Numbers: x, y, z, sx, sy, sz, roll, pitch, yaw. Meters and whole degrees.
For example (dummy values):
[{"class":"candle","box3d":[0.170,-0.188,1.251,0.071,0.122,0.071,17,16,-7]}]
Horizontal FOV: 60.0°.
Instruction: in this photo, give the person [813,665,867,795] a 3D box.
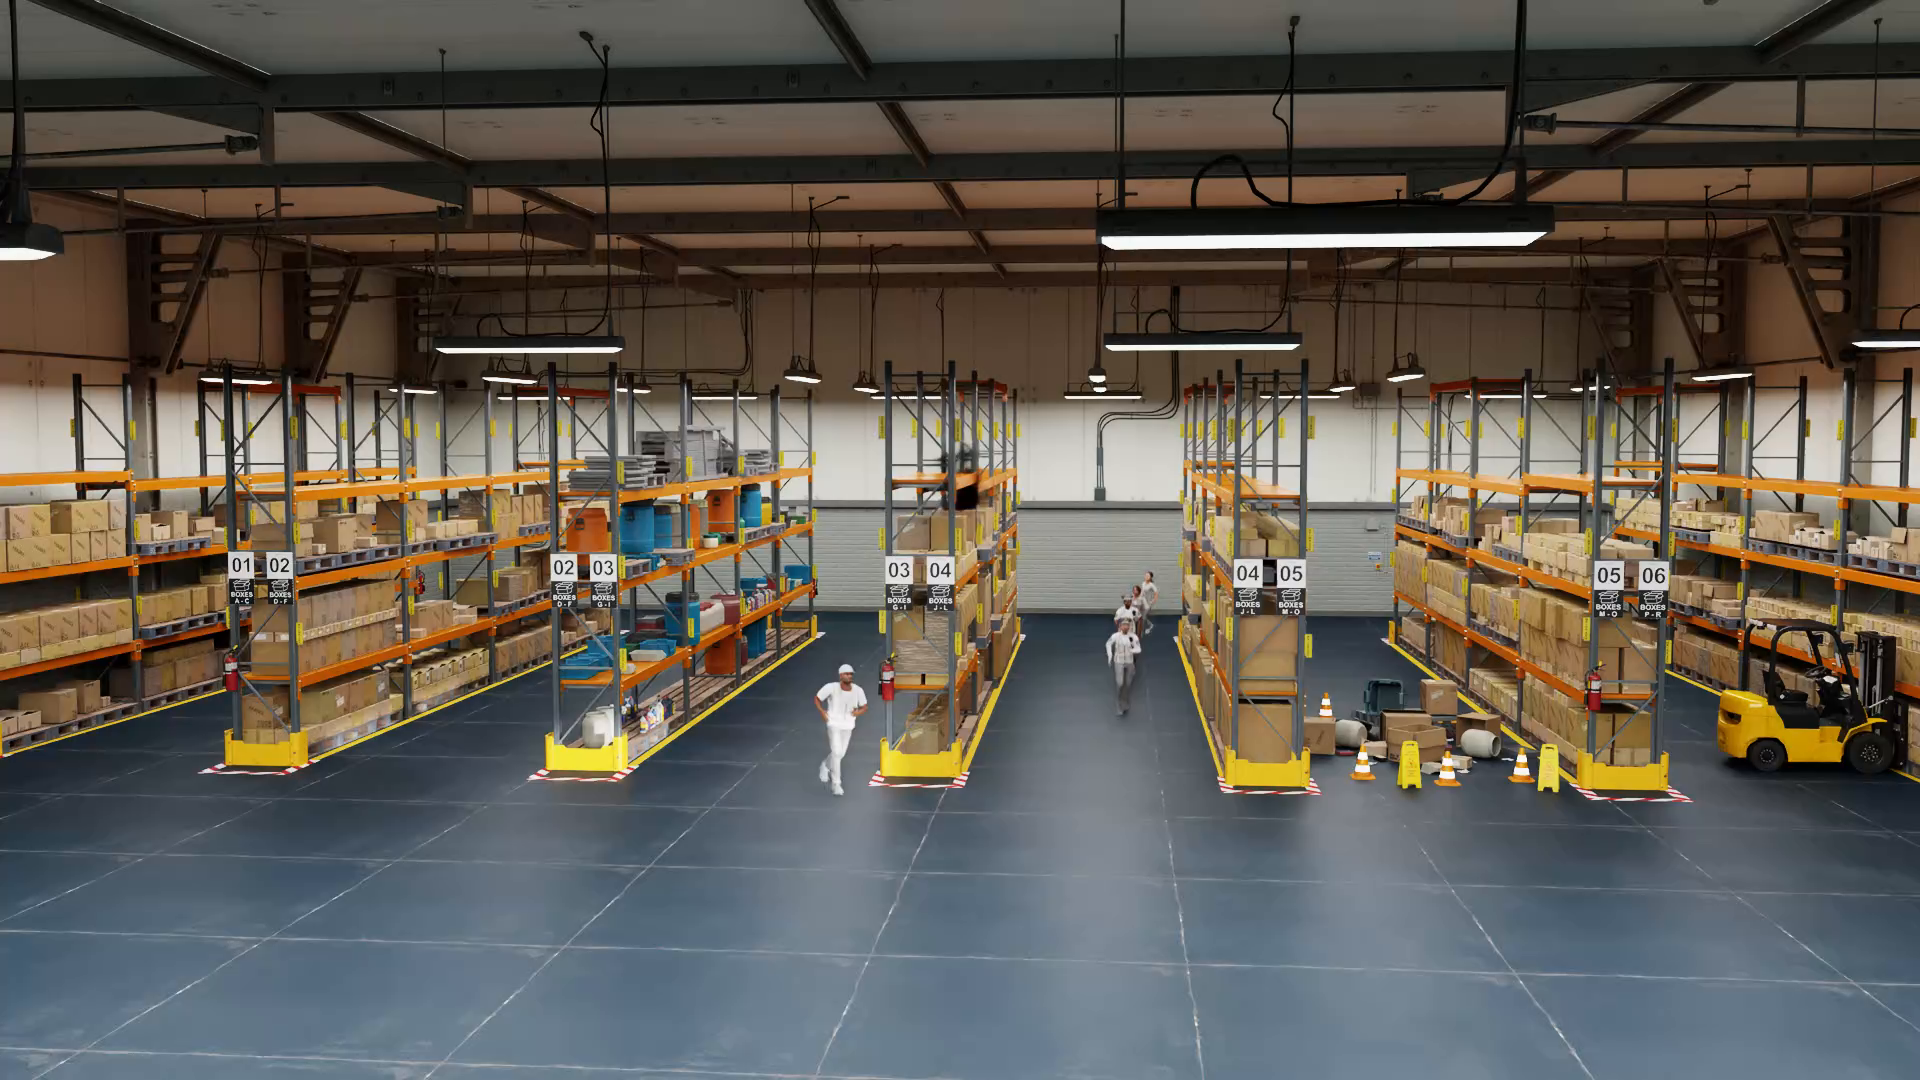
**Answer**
[{"class":"person","box3d":[-1.650,2.611,23.278,0.734,1.758,0.906,-2,4,-26]}]

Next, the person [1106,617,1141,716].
[{"class":"person","box3d":[2.902,2.228,29.395,0.578,1.752,0.740,0,4,-3]}]

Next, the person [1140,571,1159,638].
[{"class":"person","box3d":[4.529,1.557,39.992,0.740,1.630,0.634,-3,5,-37]}]

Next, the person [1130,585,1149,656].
[{"class":"person","box3d":[3.908,1.804,36.570,0.513,1.643,0.733,0,4,7]}]

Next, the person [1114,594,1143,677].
[{"class":"person","box3d":[3.417,1.943,33.872,0.575,1.709,0.677,1,4,10]}]
